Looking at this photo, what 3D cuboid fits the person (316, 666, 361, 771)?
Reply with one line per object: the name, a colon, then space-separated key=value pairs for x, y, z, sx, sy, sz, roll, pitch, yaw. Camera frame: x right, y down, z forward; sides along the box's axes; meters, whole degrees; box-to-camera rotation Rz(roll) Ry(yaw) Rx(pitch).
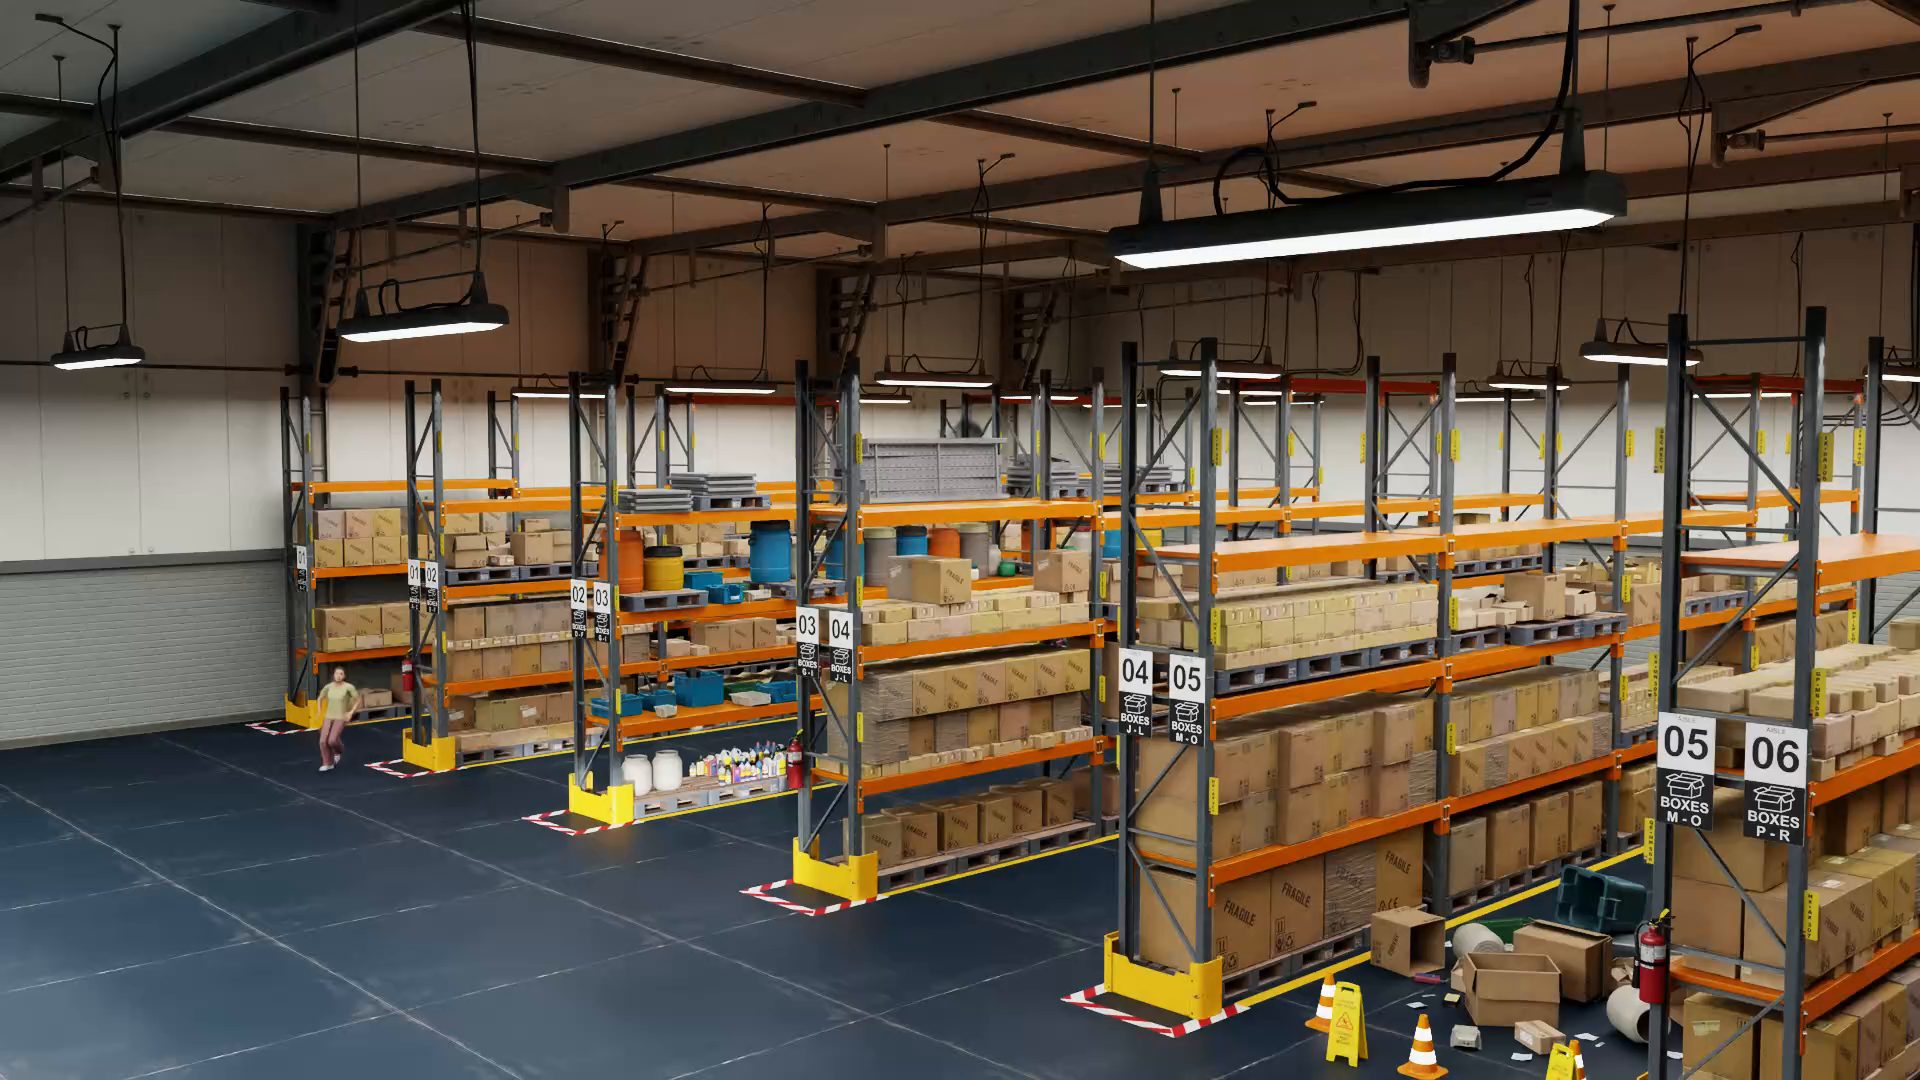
person: x=-9.546 y=2.734 z=25.475 sx=0.629 sy=1.612 sz=0.532 roll=0 pitch=4 yaw=3
